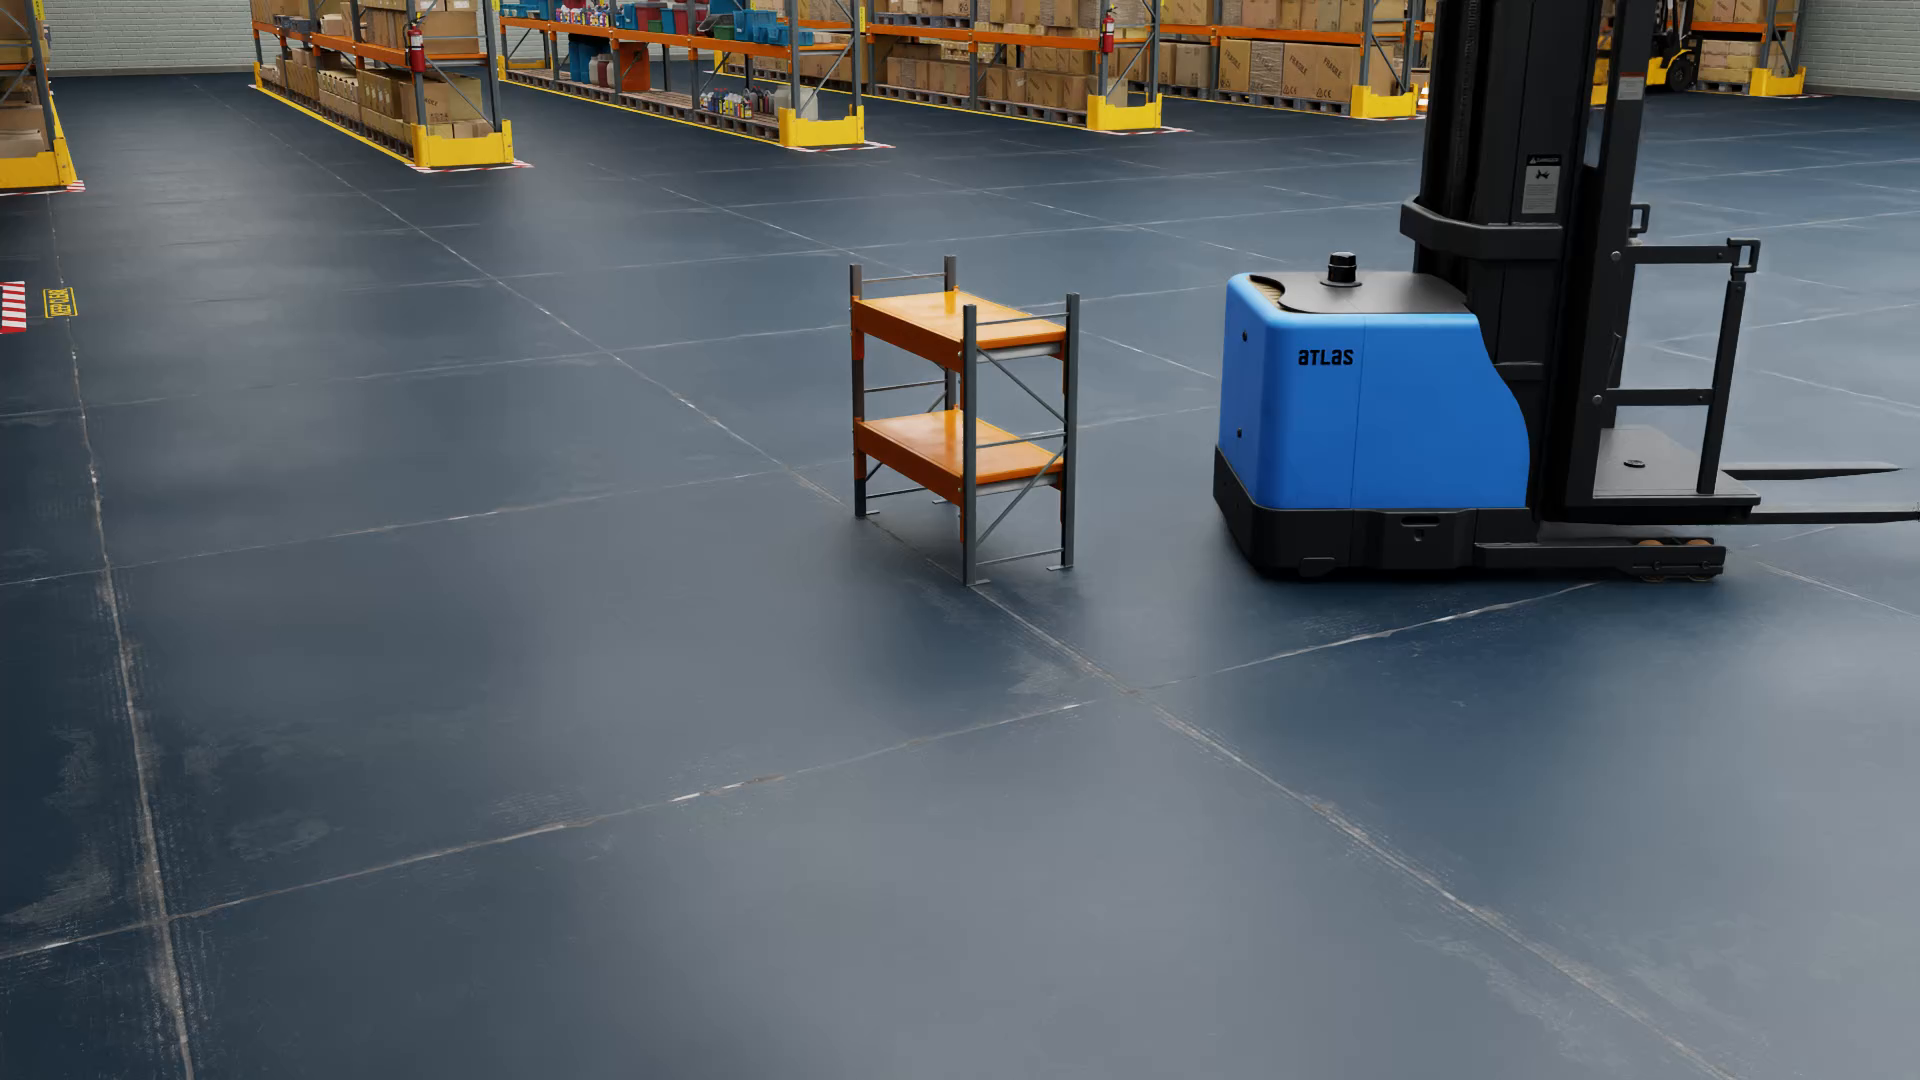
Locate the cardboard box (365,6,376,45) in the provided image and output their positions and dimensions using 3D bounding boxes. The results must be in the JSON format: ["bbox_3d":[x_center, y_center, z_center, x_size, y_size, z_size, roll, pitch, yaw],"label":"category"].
[{"bbox_3d":[-7.874,-7.193,23.225,0.700,0.500,0.500,-11,22,-28],"label":"cardboard box"}]

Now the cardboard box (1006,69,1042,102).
[{"bbox_3d":[1.063,-7.538,27.566,0.500,0.500,0.500,-3,19,-9],"label":"cardboard box"}]

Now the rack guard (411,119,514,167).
[{"bbox_3d":[-6.179,-4.935,20.667,1.175,0.500,0.348,-10,21,-27],"label":"rack guard"}]

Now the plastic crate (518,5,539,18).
[{"bbox_3d":[-8.832,-10.846,34.130,0.416,0.233,0.300,-10,21,-27],"label":"plastic crate"}]

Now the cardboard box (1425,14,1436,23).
[{"bbox_3d":[9.218,-10.082,32.134,0.380,0.149,0.250,-10,21,-27],"label":"cardboard box"}]

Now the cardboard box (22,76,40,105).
[{"bbox_3d":[-14.581,-7.066,25.661,0.750,0.750,0.750,-10,22,-27],"label":"cardboard box"}]

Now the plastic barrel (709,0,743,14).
[{"bbox_3d":[-3.646,-8.433,26.203,0.600,0.901,0.708,-10,21,-27],"label":"plastic barrel"}]

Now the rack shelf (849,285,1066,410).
[{"bbox_3d":[-0.003,-0.810,6.858,0.538,0.278,1.000,-10,21,-27],"label":"rack shelf"}]

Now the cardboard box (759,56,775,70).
[{"bbox_3d":[-3.840,-10.756,36.318,0.875,0.875,0.875,-10,21,-27],"label":"cardboard box"}]

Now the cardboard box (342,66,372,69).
[{"bbox_3d":[-10.208,-7.771,28.211,0.500,0.500,0.500,-11,22,-29],"label":"cardboard box"}]

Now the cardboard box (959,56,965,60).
[{"bbox_3d":[0.201,-11.134,38.527,0.380,0.149,0.250,-10,21,-26],"label":"cardboard box"}]

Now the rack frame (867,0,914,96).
[{"bbox_3d":[-1.270,-9.954,31.379,1.000,3.000,0.127,-10,21,-27],"label":"rack frame"}]

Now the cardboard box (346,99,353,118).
[{"bbox_3d":[-8.781,-6.390,24.624,0.500,0.250,0.500,-10,22,-27],"label":"cardboard box"}]

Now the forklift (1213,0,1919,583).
[{"bbox_3d":[2.664,-1.390,6.665,3.031,2.935,1.130,0,19,-1],"label":"forklift"}]

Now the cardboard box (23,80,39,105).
[{"bbox_3d":[-13.960,-6.480,24.469,0.700,0.500,0.500,-10,21,-26],"label":"cardboard box"}]

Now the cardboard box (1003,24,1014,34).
[{"bbox_3d":[0.927,-8.289,26.939,0.380,0.149,0.250,-10,21,-27],"label":"cardboard box"}]

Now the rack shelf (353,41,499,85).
[{"bbox_3d":[-7.141,-6.358,22.061,1.077,0.370,4.000,-10,21,-27],"label":"rack shelf"}]

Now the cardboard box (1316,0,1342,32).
[{"bbox_3d":[6.446,-8.721,27.577,0.875,0.550,0.550,-10,21,-27],"label":"cardboard box"}]

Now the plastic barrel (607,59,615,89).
[{"bbox_3d":[-6.223,-8.495,30.322,0.421,0.512,0.421,0,19,0],"label":"plastic barrel"}]

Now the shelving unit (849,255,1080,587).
[{"bbox_3d":[-0.003,-0.534,6.954,0.538,1.125,1.048,-10,21,-27],"label":"shelving unit"}]

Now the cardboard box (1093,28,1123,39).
[{"bbox_3d":[2.212,-7.588,24.909,0.380,0.149,0.250,-10,21,-27],"label":"cardboard box"}]

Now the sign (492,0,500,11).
[{"bbox_3d":[-5.700,-6.655,20.370,0.100,0.325,0.005,-10,21,-27],"label":"sign"}]

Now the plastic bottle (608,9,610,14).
[{"bbox_3d":[-6.571,-9.831,31.221,0.097,0.271,0.097,0,19,0],"label":"plastic bottle"}]

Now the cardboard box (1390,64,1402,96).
[{"bbox_3d":[7.737,-8.455,30.656,0.797,0.637,0.503,-10,21,-27],"label":"cardboard box"}]

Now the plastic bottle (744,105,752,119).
[{"bbox_3d":[-3.088,-6.234,24.216,0.097,0.201,0.097,0,19,0],"label":"plastic bottle"}]

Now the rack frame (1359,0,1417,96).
[{"bbox_3d":[6.942,-8.396,26.866,1.000,3.000,0.127,-10,21,-27],"label":"rack frame"}]

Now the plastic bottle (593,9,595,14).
[{"bbox_3d":[-6.700,-9.585,30.489,0.061,0.283,0.133,-10,21,-27],"label":"plastic bottle"}]

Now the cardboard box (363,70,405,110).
[{"bbox_3d":[-7.901,-6.201,22.926,0.500,0.500,0.500,-10,21,-27],"label":"cardboard box"}]

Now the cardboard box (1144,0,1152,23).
[{"bbox_3d":[3.836,-10.136,31.753,0.500,0.500,0.500,-10,22,-27],"label":"cardboard box"}]

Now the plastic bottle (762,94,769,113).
[{"bbox_3d":[-2.945,-6.610,25.179,0.061,0.283,0.133,-10,21,-27],"label":"plastic bottle"}]

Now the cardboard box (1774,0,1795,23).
[{"bbox_3d":[15.626,-10.195,31.923,0.500,0.500,0.500,-9,21,-25],"label":"cardboard box"}]

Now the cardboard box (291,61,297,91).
[{"bbox_3d":[-11.611,-8.267,29.648,0.500,0.500,0.500,-10,21,-26],"label":"cardboard box"}]

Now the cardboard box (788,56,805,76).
[{"bbox_3d":[-2.848,-10.115,34.461,1.225,0.875,0.875,-10,21,-26],"label":"cardboard box"}]

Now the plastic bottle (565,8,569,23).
[{"bbox_3d":[-7.439,-9.939,31.535,0.097,0.271,0.097,0,19,0],"label":"plastic bottle"}]

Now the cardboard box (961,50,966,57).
[{"bbox_3d":[0.252,-11.261,38.439,0.380,0.149,0.250,-11,22,-29],"label":"cardboard box"}]

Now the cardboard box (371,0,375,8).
[{"bbox_3d":[-7.764,-7.298,22.535,0.380,0.149,0.250,-10,22,-27],"label":"cardboard box"}]

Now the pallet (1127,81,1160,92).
[{"bbox_3d":[3.451,-9.137,33.286,1.003,0.211,1.213,-10,21,-27],"label":"pallet"}]

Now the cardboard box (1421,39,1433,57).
[{"bbox_3d":[11.200,-11.509,39.074,0.500,0.500,0.500,-10,22,-27],"label":"cardboard box"}]

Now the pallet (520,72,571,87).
[{"bbox_3d":[-8.495,-9.572,34.548,1.003,0.211,1.213,-10,21,-27],"label":"pallet"}]

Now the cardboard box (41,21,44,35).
[{"bbox_3d":[-10.737,-5.975,18.899,0.500,0.500,0.500,-10,21,-27],"label":"cardboard box"}]

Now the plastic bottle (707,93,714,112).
[{"bbox_3d":[-3.786,-6.711,25.482,0.152,0.276,0.135,-9,21,-25],"label":"plastic bottle"}]

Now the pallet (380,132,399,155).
[{"bbox_3d":[-7.166,-5.368,22.366,1.003,0.211,1.213,-10,21,-27],"label":"pallet"}]

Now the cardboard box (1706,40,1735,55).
[{"bbox_3d":[14.876,-9.563,32.285,0.500,0.250,0.500,-10,21,-26],"label":"cardboard box"}]

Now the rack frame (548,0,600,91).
[{"bbox_3d":[-7.528,-10.335,32.483,1.000,3.000,0.127,-10,21,-27],"label":"rack frame"}]

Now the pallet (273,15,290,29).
[{"bbox_3d":[-11.606,-9.232,29.580,1.003,0.211,1.213,-10,21,-27],"label":"pallet"}]

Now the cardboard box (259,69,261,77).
[{"bbox_3d":[-13.892,-9.404,33.481,0.380,0.149,0.250,-10,21,-27],"label":"cardboard box"}]

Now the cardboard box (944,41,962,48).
[{"bbox_3d":[-0.148,-11.626,39.041,0.380,0.149,0.250,-9,21,-25],"label":"cardboard box"}]

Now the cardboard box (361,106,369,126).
[{"bbox_3d":[-8.137,-5.991,23.465,0.500,0.250,0.500,-10,21,-27],"label":"cardboard box"}]

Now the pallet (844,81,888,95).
[{"bbox_3d":[-1.578,-8.873,32.523,1.003,0.211,1.213,-10,21,-27],"label":"pallet"}]

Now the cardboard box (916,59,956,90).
[{"bbox_3d":[-0.384,-8.472,30.242,0.700,0.500,0.500,-8,21,-22],"label":"cardboard box"}]

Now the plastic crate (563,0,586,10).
[{"bbox_3d":[-7.731,-10.689,33.318,0.402,0.464,0.583,-10,21,-27],"label":"plastic crate"}]

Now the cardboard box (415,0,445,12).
[{"bbox_3d":[-6.540,-6.558,20.390,0.380,0.149,0.250,-10,22,-28],"label":"cardboard box"}]

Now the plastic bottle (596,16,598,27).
[{"bbox_3d":[-6.483,-9.329,29.872,0.097,0.201,0.097,0,19,0],"label":"plastic bottle"}]
